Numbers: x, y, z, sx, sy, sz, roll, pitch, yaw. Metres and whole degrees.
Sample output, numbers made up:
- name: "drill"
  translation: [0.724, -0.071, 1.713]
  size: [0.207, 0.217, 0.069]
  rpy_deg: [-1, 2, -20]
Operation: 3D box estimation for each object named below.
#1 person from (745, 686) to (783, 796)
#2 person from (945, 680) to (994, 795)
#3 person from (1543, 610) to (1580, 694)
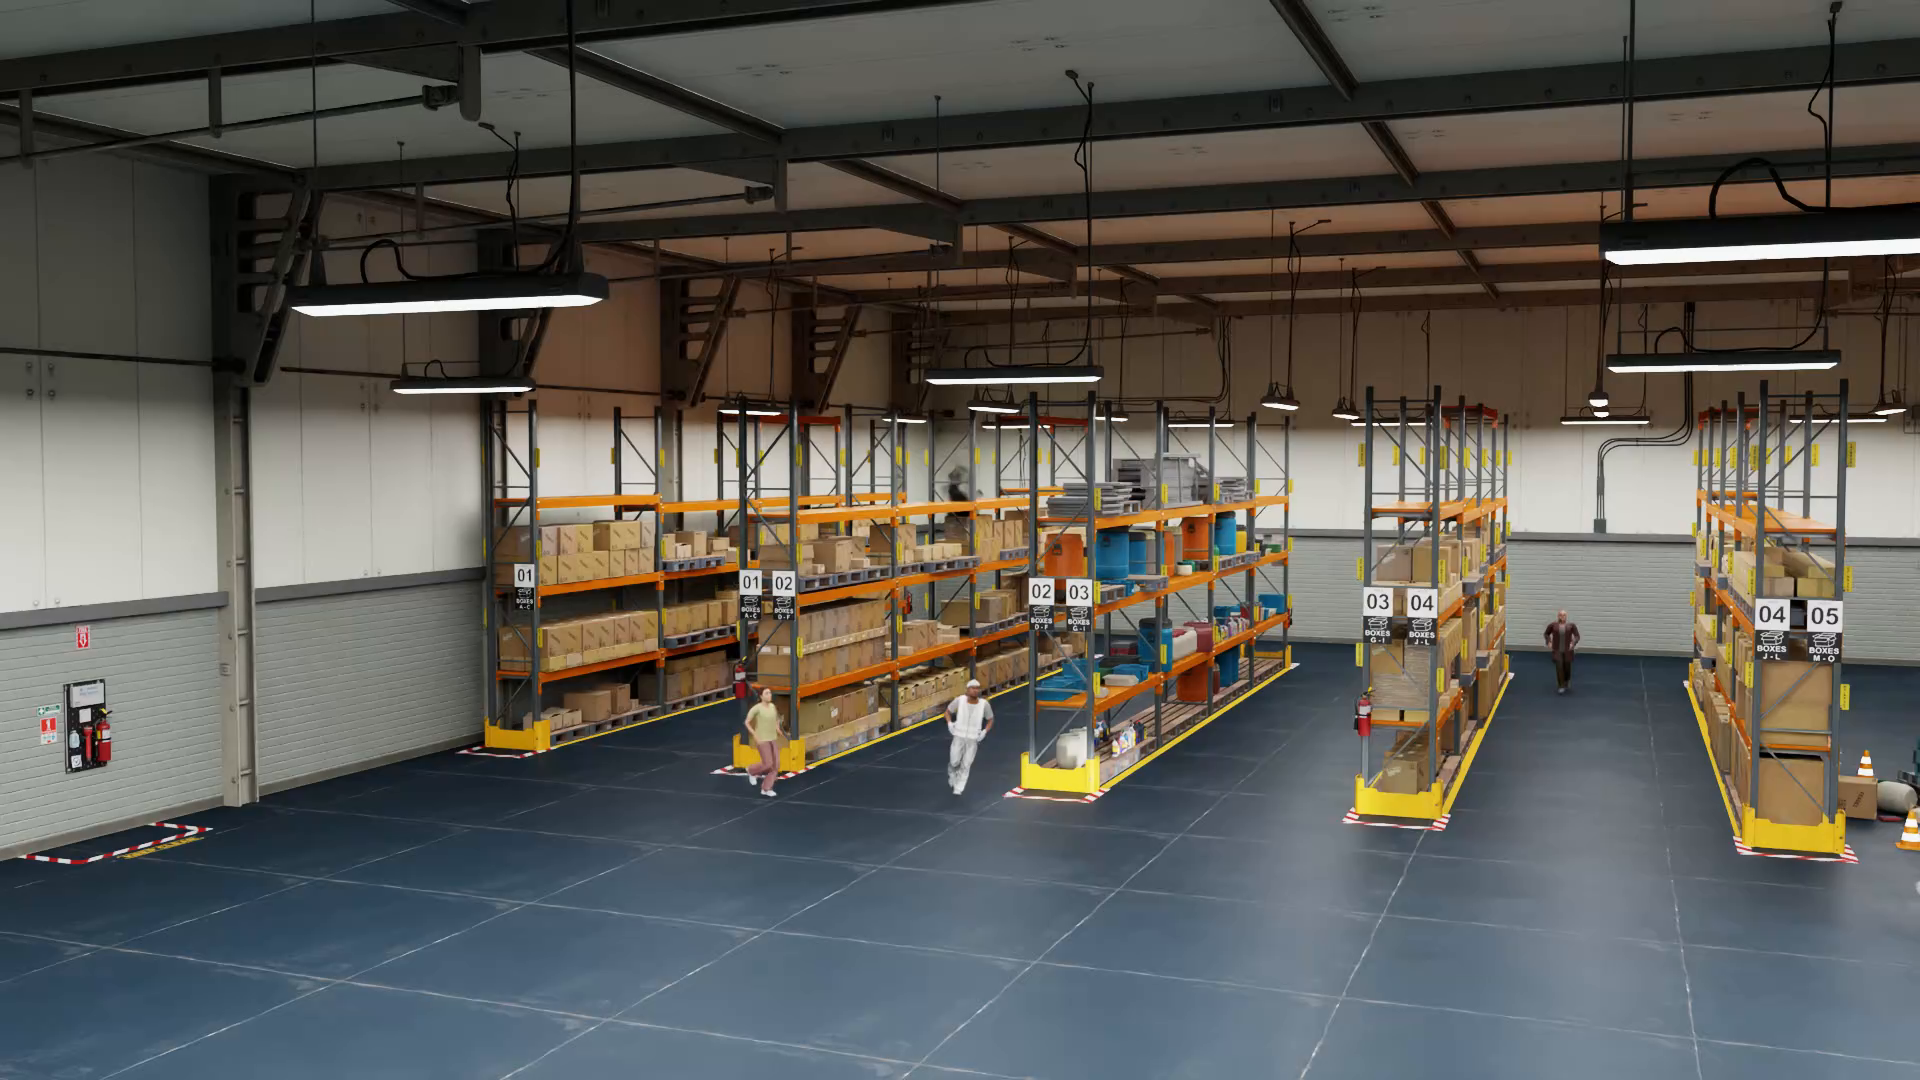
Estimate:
- name: "person"
  translation: [-2.917, 2.974, 24.711]
  size: [0.562, 1.625, 0.592]
  rpy_deg: [3, 4, 45]
- name: "person"
  translation: [0.142, 2.934, 24.748]
  size: [0.742, 1.728, 0.548]
  rpy_deg: [0, 3, 2]
- name: "person"
  translation: [12.870, 2.376, 35.587]
  size: [0.731, 1.762, 0.782]
  rpy_deg: [1, 3, 19]
